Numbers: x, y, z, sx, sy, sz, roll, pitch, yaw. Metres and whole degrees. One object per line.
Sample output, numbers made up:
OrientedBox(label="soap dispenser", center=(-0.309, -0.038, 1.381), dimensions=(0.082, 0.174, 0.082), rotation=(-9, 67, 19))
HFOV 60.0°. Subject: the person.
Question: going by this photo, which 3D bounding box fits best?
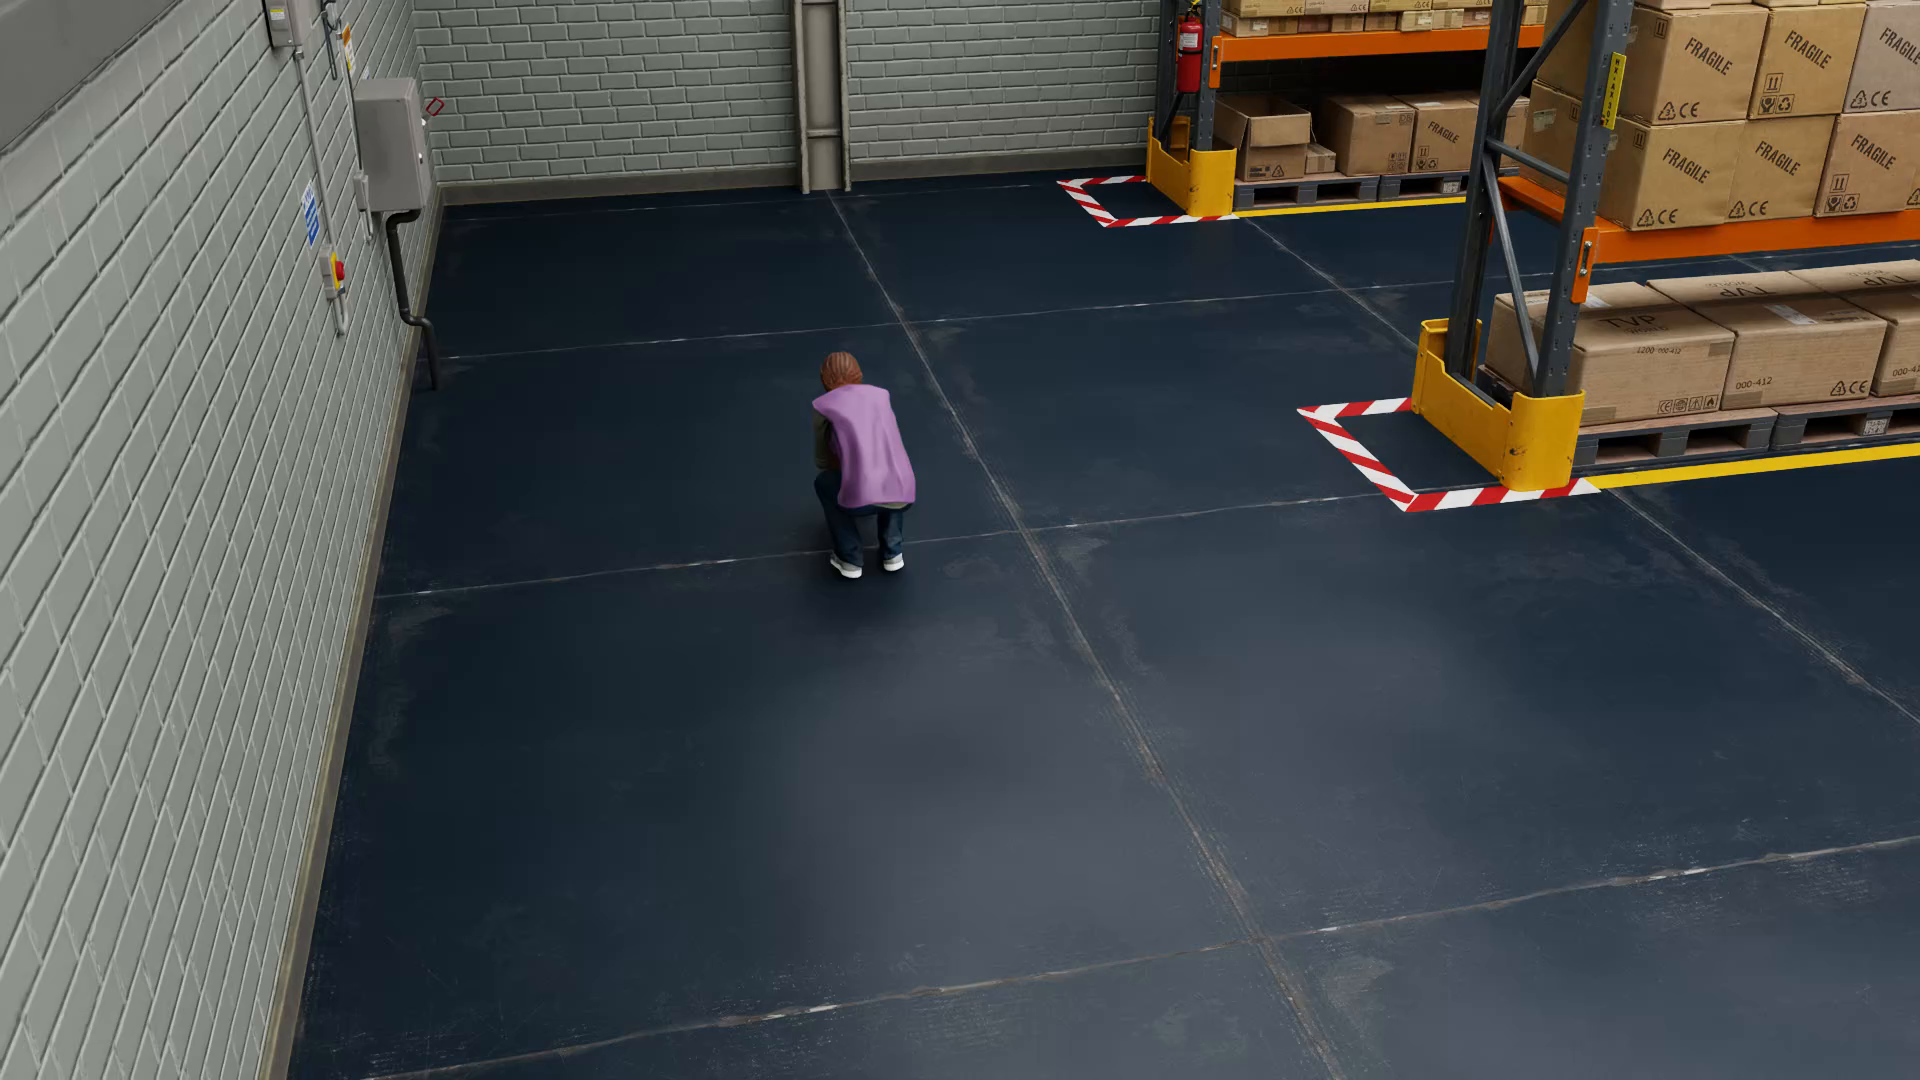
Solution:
OrientedBox(label="person", center=(-0.443, -0.329, 7.544), dimensions=(0.418, 0.901, 0.811), rotation=(-7, 28, -13))
